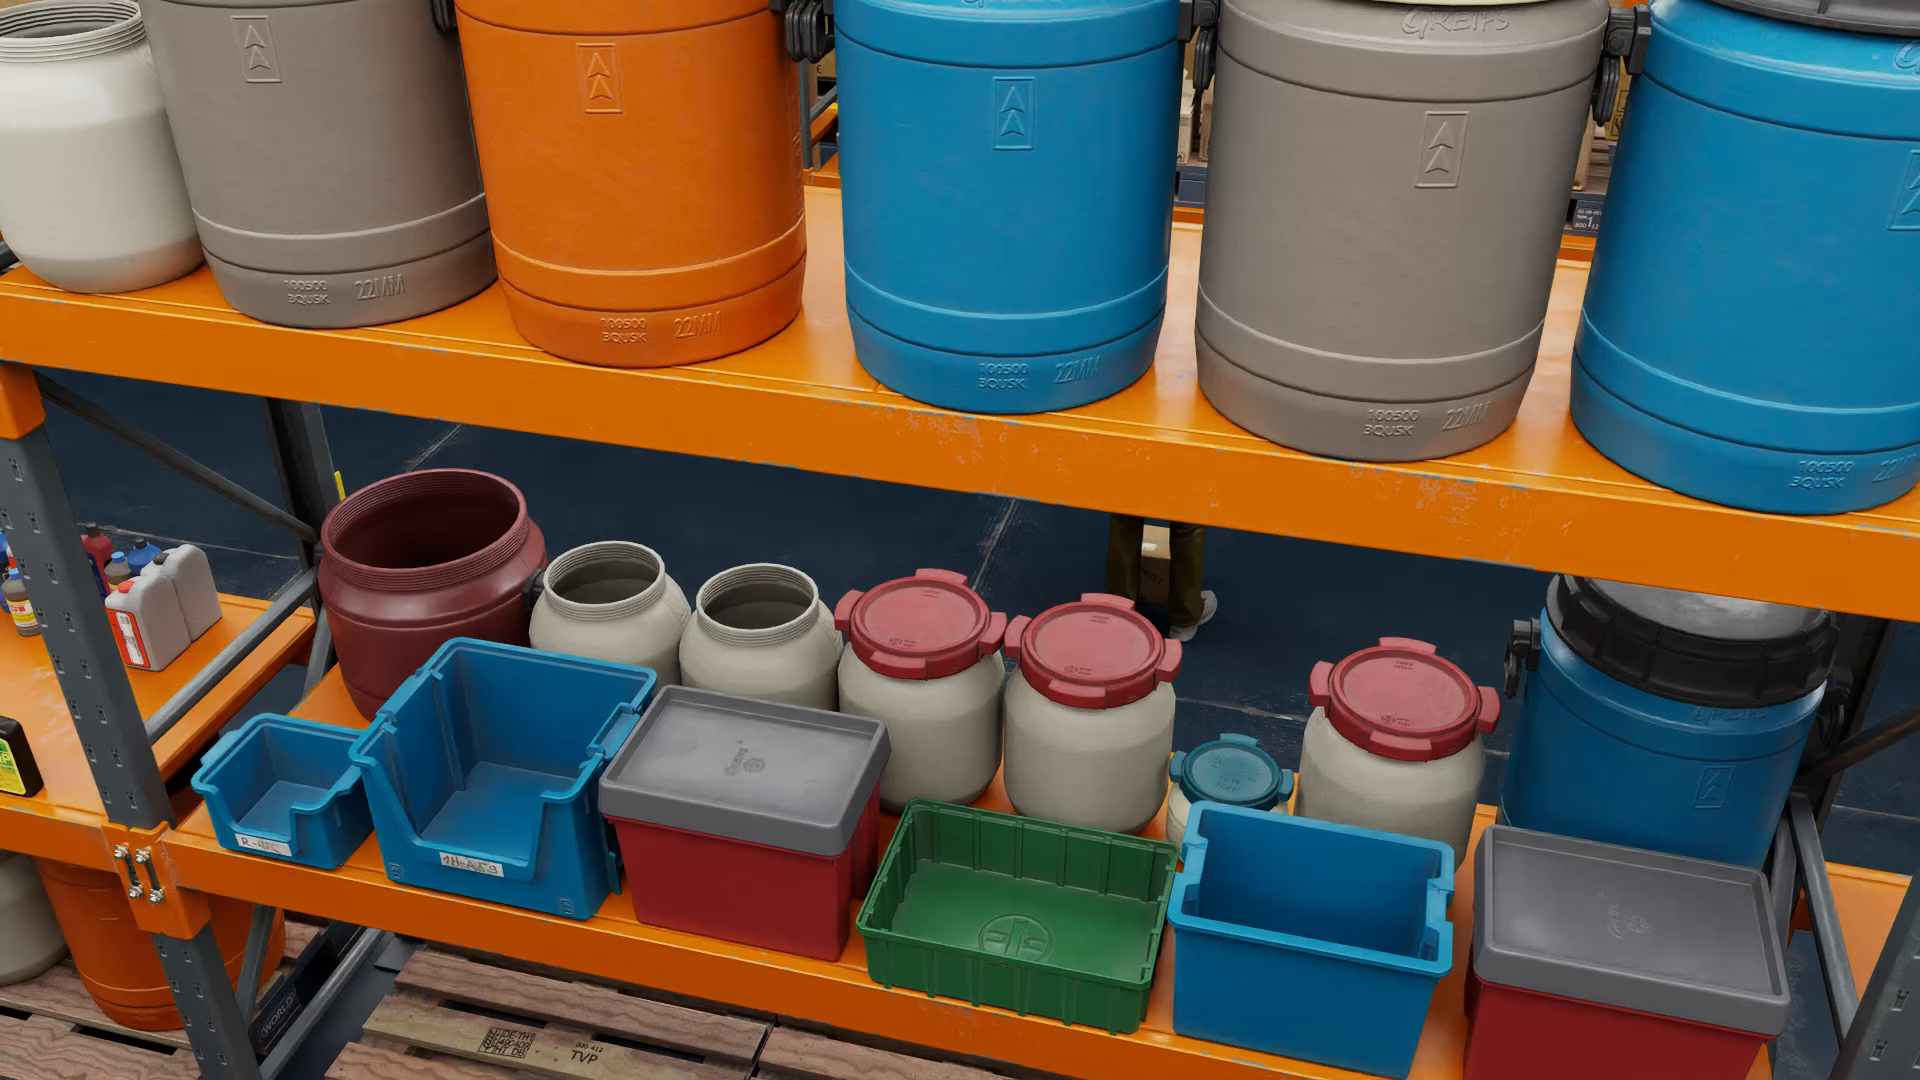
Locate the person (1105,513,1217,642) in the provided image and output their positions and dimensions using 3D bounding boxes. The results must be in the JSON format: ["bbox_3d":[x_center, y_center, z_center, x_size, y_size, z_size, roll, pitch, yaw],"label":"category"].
[{"bbox_3d":[0.805,-0.404,6.788,0.656,1.774,0.417,7,33,11],"label":"person"}]
